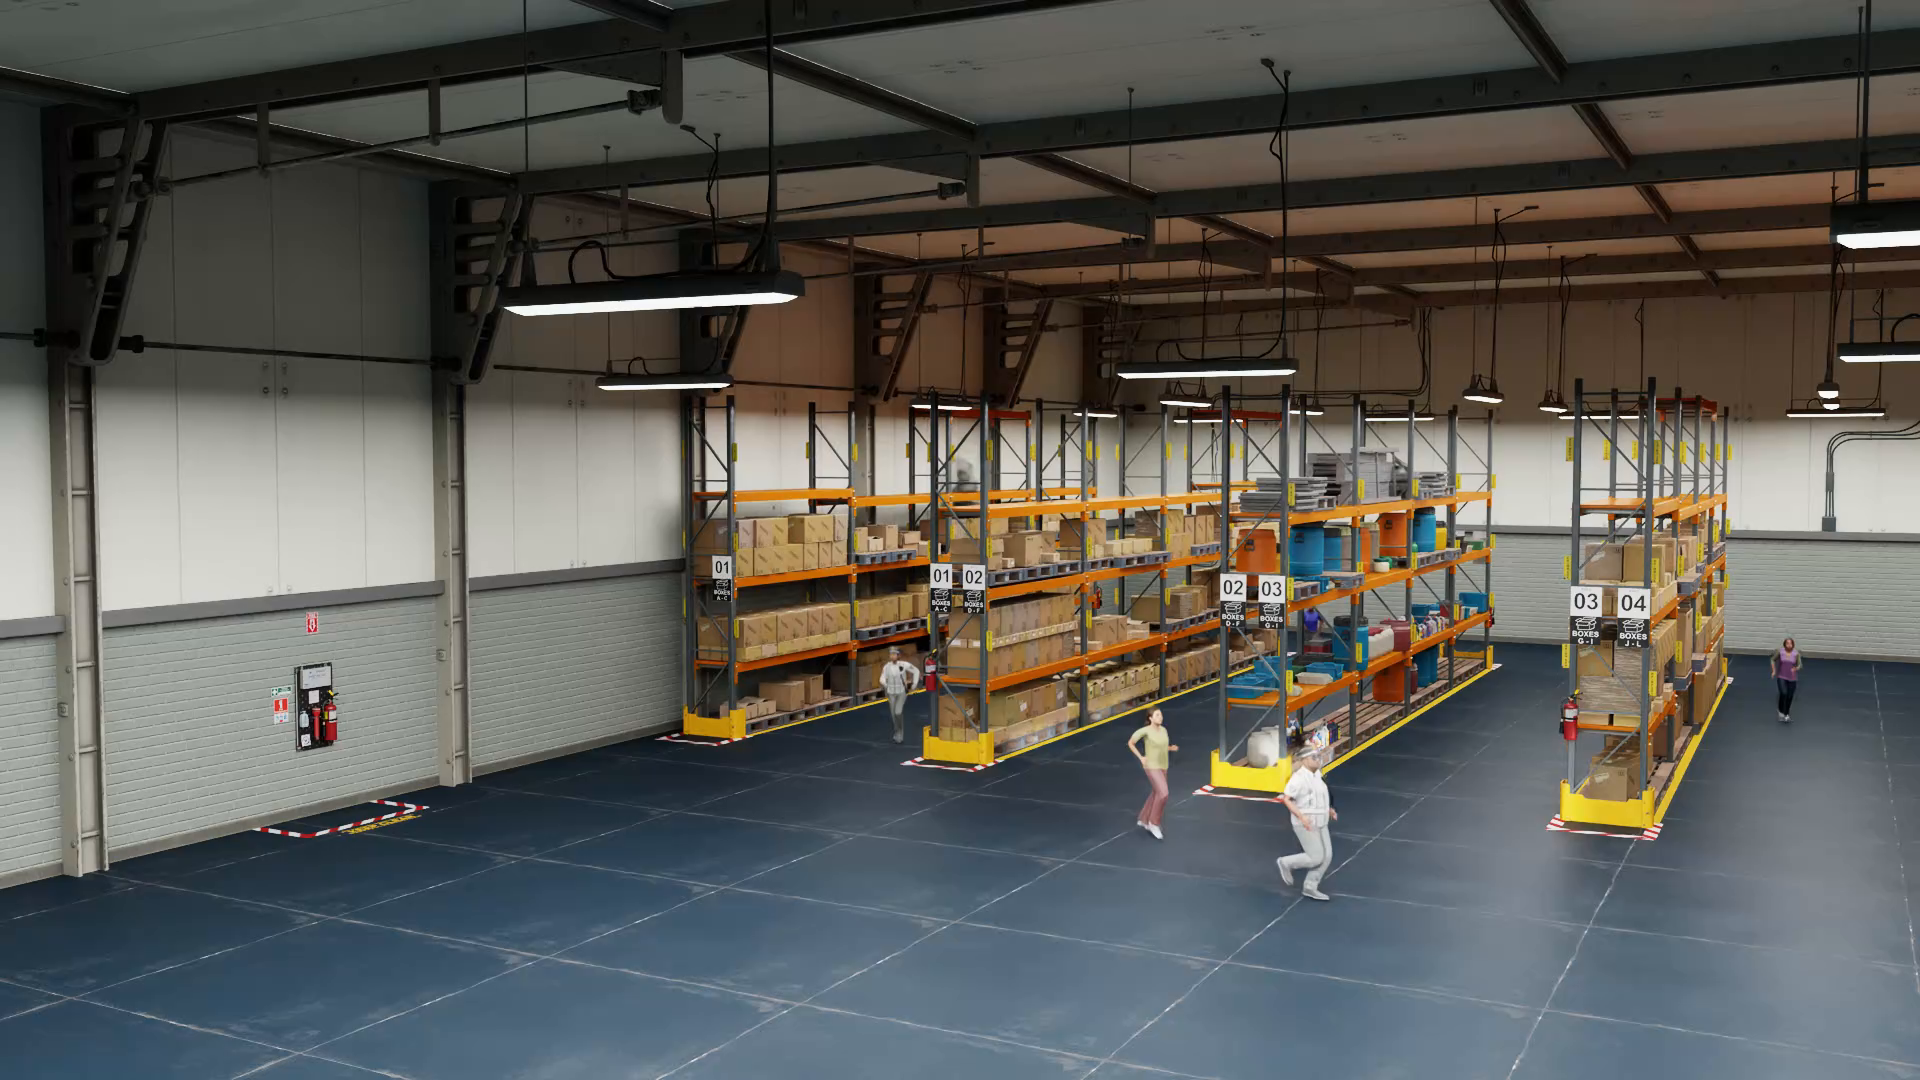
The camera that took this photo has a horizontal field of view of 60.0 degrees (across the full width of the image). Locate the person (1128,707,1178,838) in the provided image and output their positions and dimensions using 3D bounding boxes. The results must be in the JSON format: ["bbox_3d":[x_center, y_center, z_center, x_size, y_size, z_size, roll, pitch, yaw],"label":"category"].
[{"bbox_3d":[2.563,3.031,21.730,0.558,1.696,0.641,-3,4,-42],"label":"person"}]

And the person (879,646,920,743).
[{"bbox_3d":[-1.059,2.645,28.584,0.623,1.666,0.822,1,3,20],"label":"person"}]

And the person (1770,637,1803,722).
[{"bbox_3d":[15.278,2.583,30.733,0.500,1.579,0.730,1,3,18],"label":"person"}]

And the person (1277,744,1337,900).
[{"bbox_3d":[3.907,3.154,18.693,0.602,1.742,0.664,3,4,43],"label":"person"}]

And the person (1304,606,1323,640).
[{"bbox_3d":[7.914,2.213,37.552,0.520,1.718,0.815,1,3,19],"label":"person"}]
